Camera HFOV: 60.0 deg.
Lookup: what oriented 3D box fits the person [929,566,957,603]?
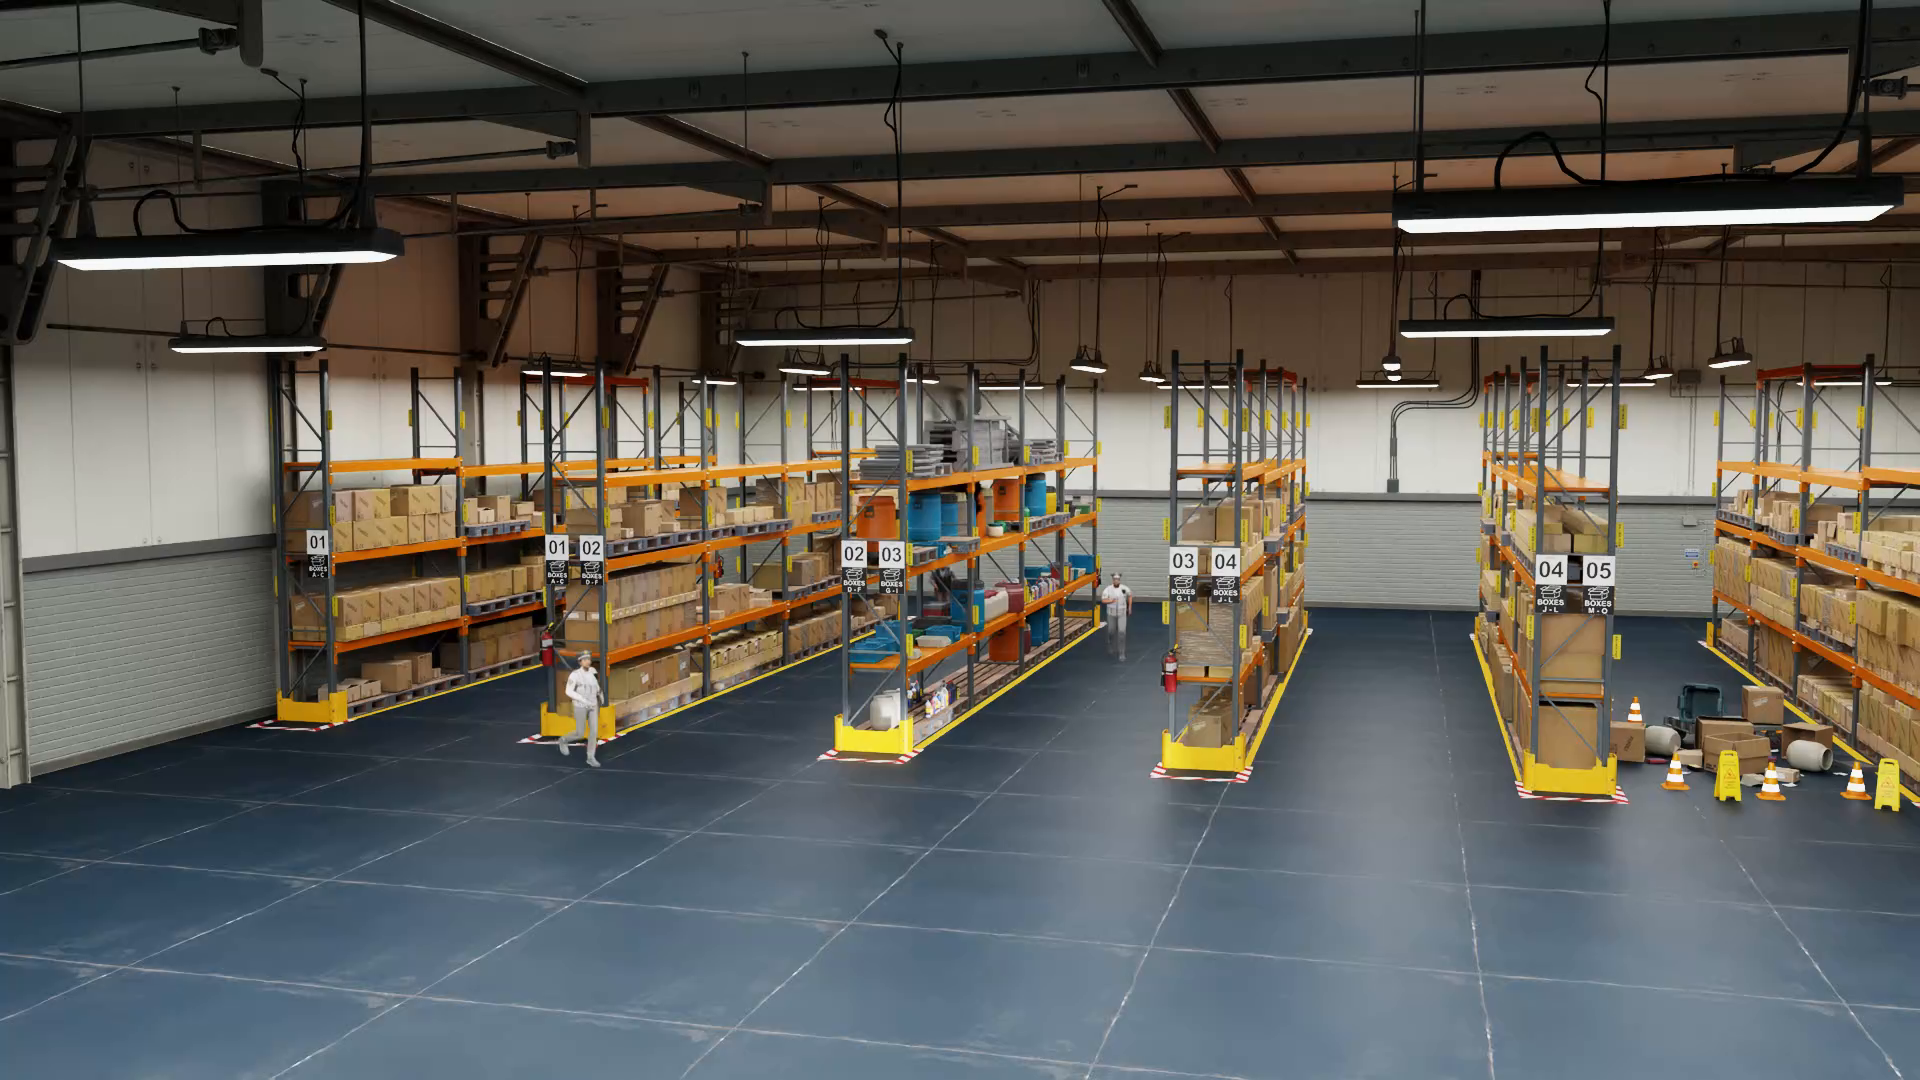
[{"bbox_3d":[-0.421,1.267,40.224,0.666,1.686,0.573,0,4,2],"label":"person"}]

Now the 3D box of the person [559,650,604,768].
[{"bbox_3d":[-5.491,2.433,24.256,0.810,1.696,0.625,4,6,43],"label":"person"}]

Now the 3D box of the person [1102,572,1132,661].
[{"bbox_3d":[3.307,1.588,35.041,0.645,1.829,0.891,0,4,6],"label":"person"}]
